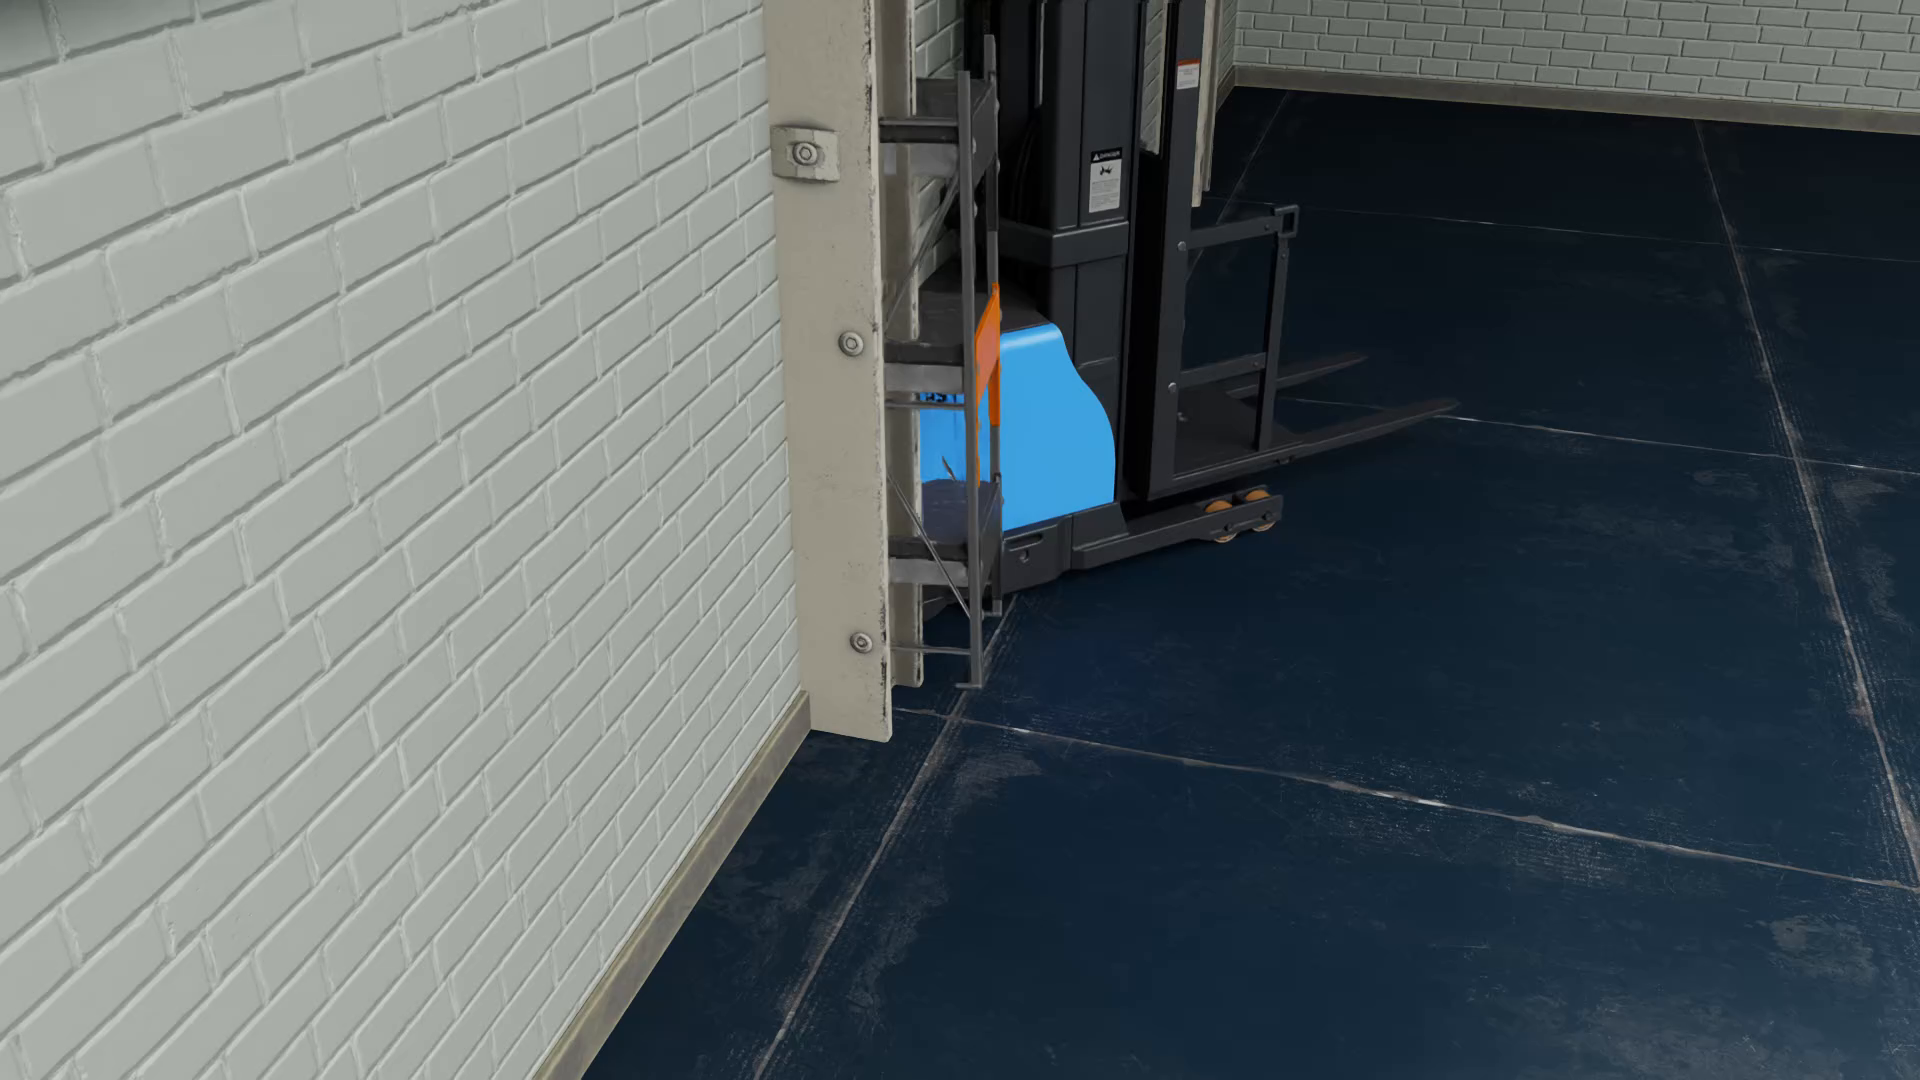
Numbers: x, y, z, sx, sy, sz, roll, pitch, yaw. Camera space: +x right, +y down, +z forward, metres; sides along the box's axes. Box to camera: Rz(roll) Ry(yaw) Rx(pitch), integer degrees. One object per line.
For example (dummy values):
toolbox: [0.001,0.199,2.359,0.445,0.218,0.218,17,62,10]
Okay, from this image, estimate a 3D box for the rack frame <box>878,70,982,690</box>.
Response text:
rack frame: [-0.147,-0.424,5.266,0.400,2.100,0.015,3,29,9]

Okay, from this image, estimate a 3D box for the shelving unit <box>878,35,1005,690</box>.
shelving unit: [-0.107,-0.539,5.477,0.431,2.100,0.503,3,29,9]

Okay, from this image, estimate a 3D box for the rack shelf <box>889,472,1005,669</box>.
rack shelf: [-0.091,0.089,5.816,0.431,0.518,0.480,3,29,9]

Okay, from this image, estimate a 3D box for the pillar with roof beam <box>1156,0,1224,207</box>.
pillar with roof beam: [5.544,-5.546,7.463,9.100,9.000,0.400,8,30,15]

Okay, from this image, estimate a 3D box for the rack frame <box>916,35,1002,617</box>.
rack frame: [-0.066,-0.654,5.689,0.400,2.100,0.015,3,29,9]

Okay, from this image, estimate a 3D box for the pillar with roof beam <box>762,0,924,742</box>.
pillar with roof beam: [3.783,-2.758,2.450,9.100,9.000,0.400,8,30,15]

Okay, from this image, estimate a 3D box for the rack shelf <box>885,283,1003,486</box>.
rack shelf: [-0.106,-0.527,5.484,0.431,0.518,0.480,3,29,9]

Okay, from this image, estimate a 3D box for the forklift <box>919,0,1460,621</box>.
forklift: [0.738,-1.479,6.394,3.031,2.935,1.130,-15,32,-25]

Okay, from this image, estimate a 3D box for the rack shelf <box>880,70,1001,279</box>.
rack shelf: [-0.122,-1.143,5.152,0.431,0.518,0.480,3,29,9]
